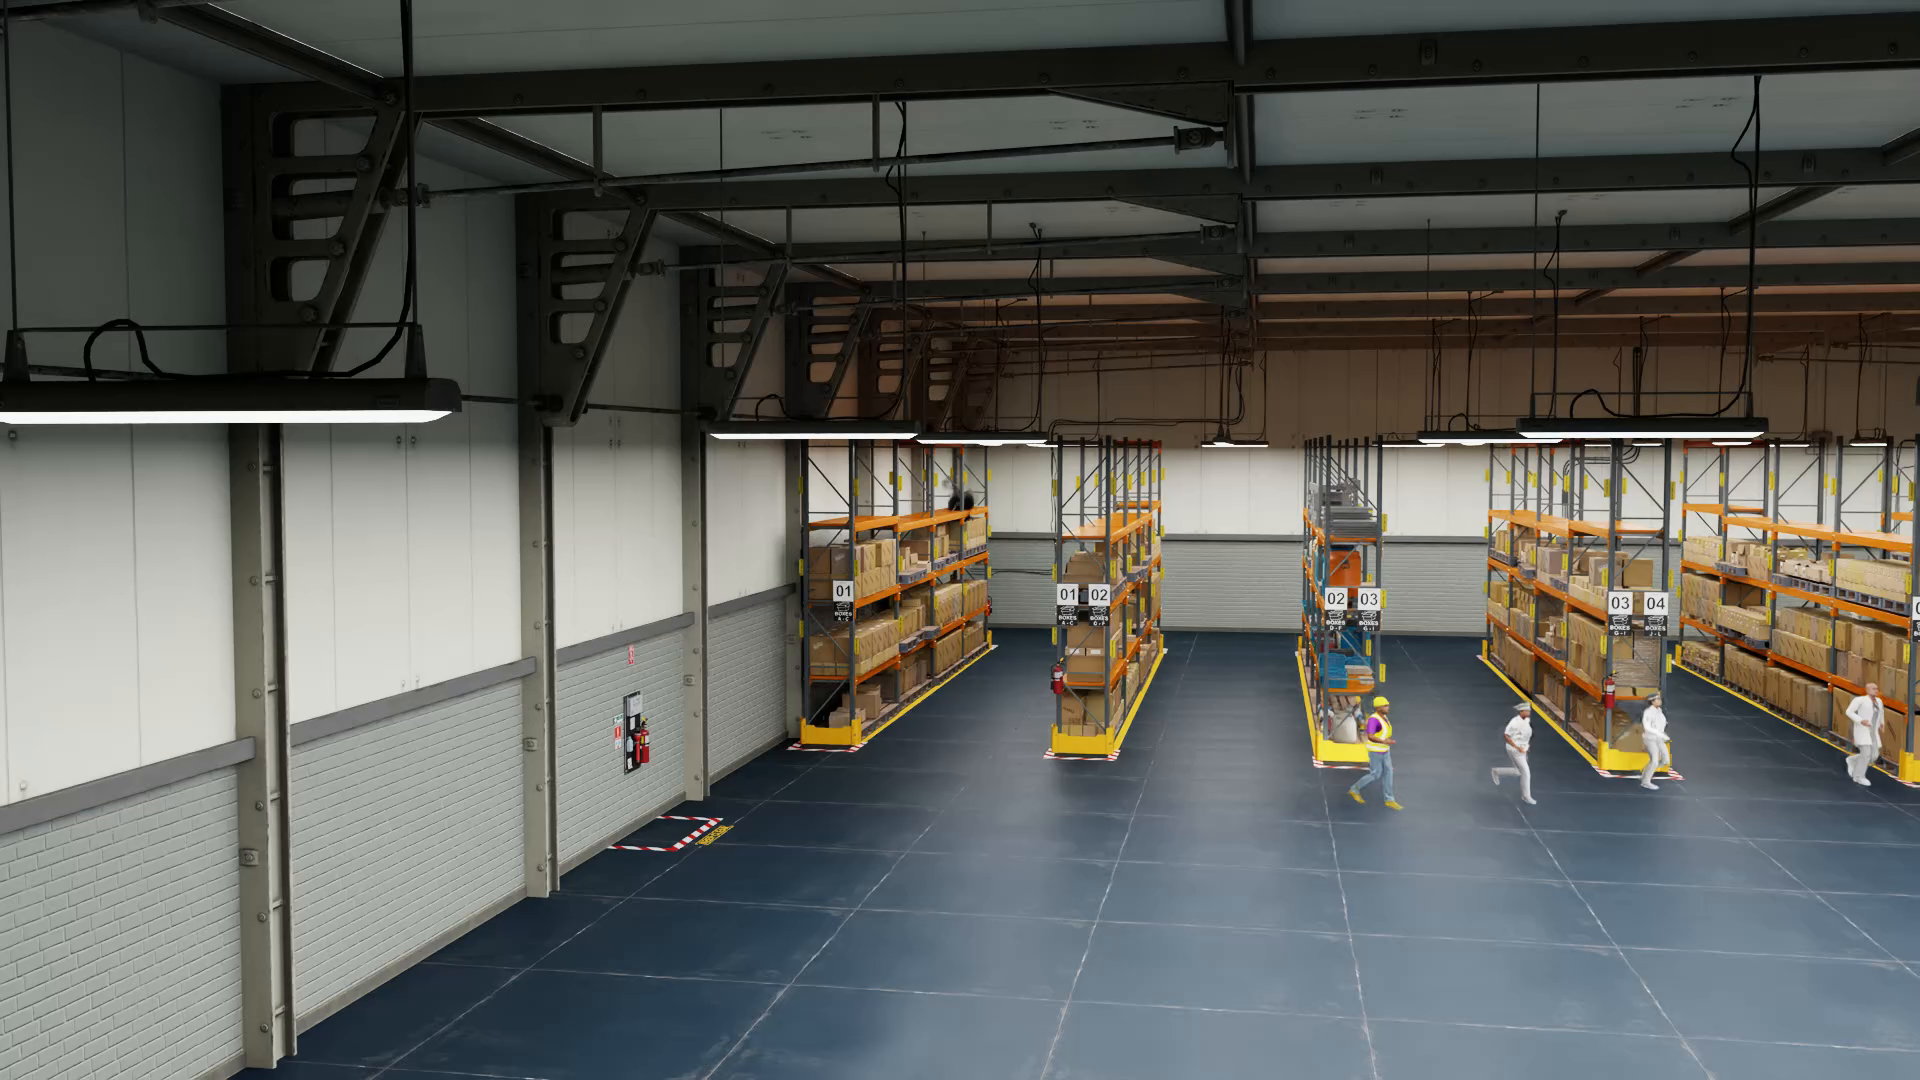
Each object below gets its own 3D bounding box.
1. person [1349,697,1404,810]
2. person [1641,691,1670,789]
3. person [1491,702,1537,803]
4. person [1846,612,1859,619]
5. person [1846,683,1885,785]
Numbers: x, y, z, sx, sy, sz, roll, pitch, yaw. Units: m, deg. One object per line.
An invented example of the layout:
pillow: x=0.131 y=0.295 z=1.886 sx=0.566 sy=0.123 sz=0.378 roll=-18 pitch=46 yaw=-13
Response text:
person: x=6.679 y=3.393 z=26.615 sx=0.864 sy=1.784 sz=0.726 roll=2 pitch=4 yaw=34
person: x=11.778 y=3.377 z=28.122 sx=0.651 sy=1.663 sz=0.555 roll=-3 pitch=4 yaw=-40
person: x=9.062 y=3.456 z=27.212 sx=0.583 sy=1.673 sz=0.823 roll=-3 pitch=4 yaw=-43
person: x=24.246 y=2.480 z=45.066 sx=0.790 sy=1.618 sz=0.551 roll=1 pitch=3 yaw=14
person: x=15.625 y=3.320 z=28.678 sx=0.743 sy=1.726 sz=0.695 roll=-1 pitch=3 yaw=-10
